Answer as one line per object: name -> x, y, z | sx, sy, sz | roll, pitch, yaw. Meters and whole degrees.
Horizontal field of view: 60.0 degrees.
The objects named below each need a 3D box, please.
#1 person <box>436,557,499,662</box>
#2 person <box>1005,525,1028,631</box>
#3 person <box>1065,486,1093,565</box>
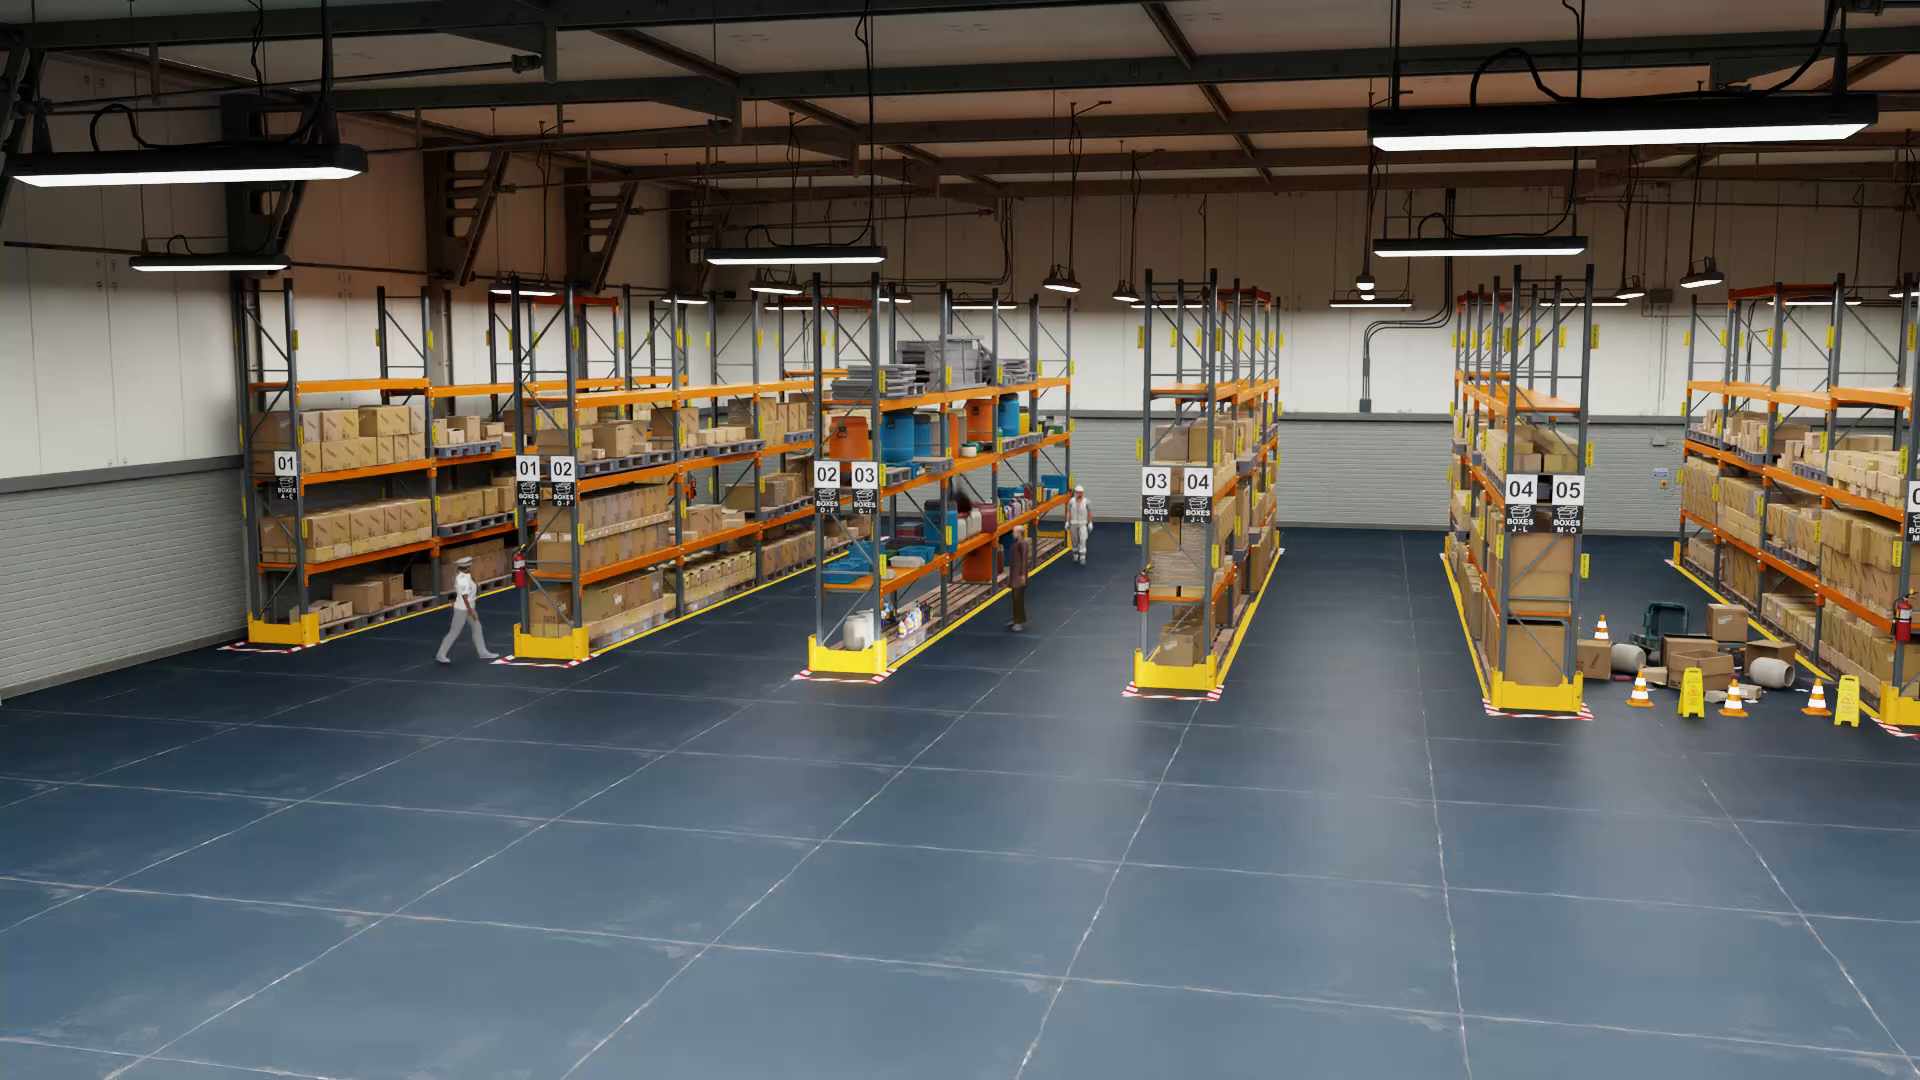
person -> -7.717, 1.084, 25.916 | 0.883, 1.637, 0.570 | 0, 7, -1
person -> 0.981, 0.655, 29.042 | 0.402, 1.830, 0.656 | -1, 7, -7
person -> 2.660, -0.347, 37.163 | 0.615, 1.730, 1.007 | 1, 7, 6
